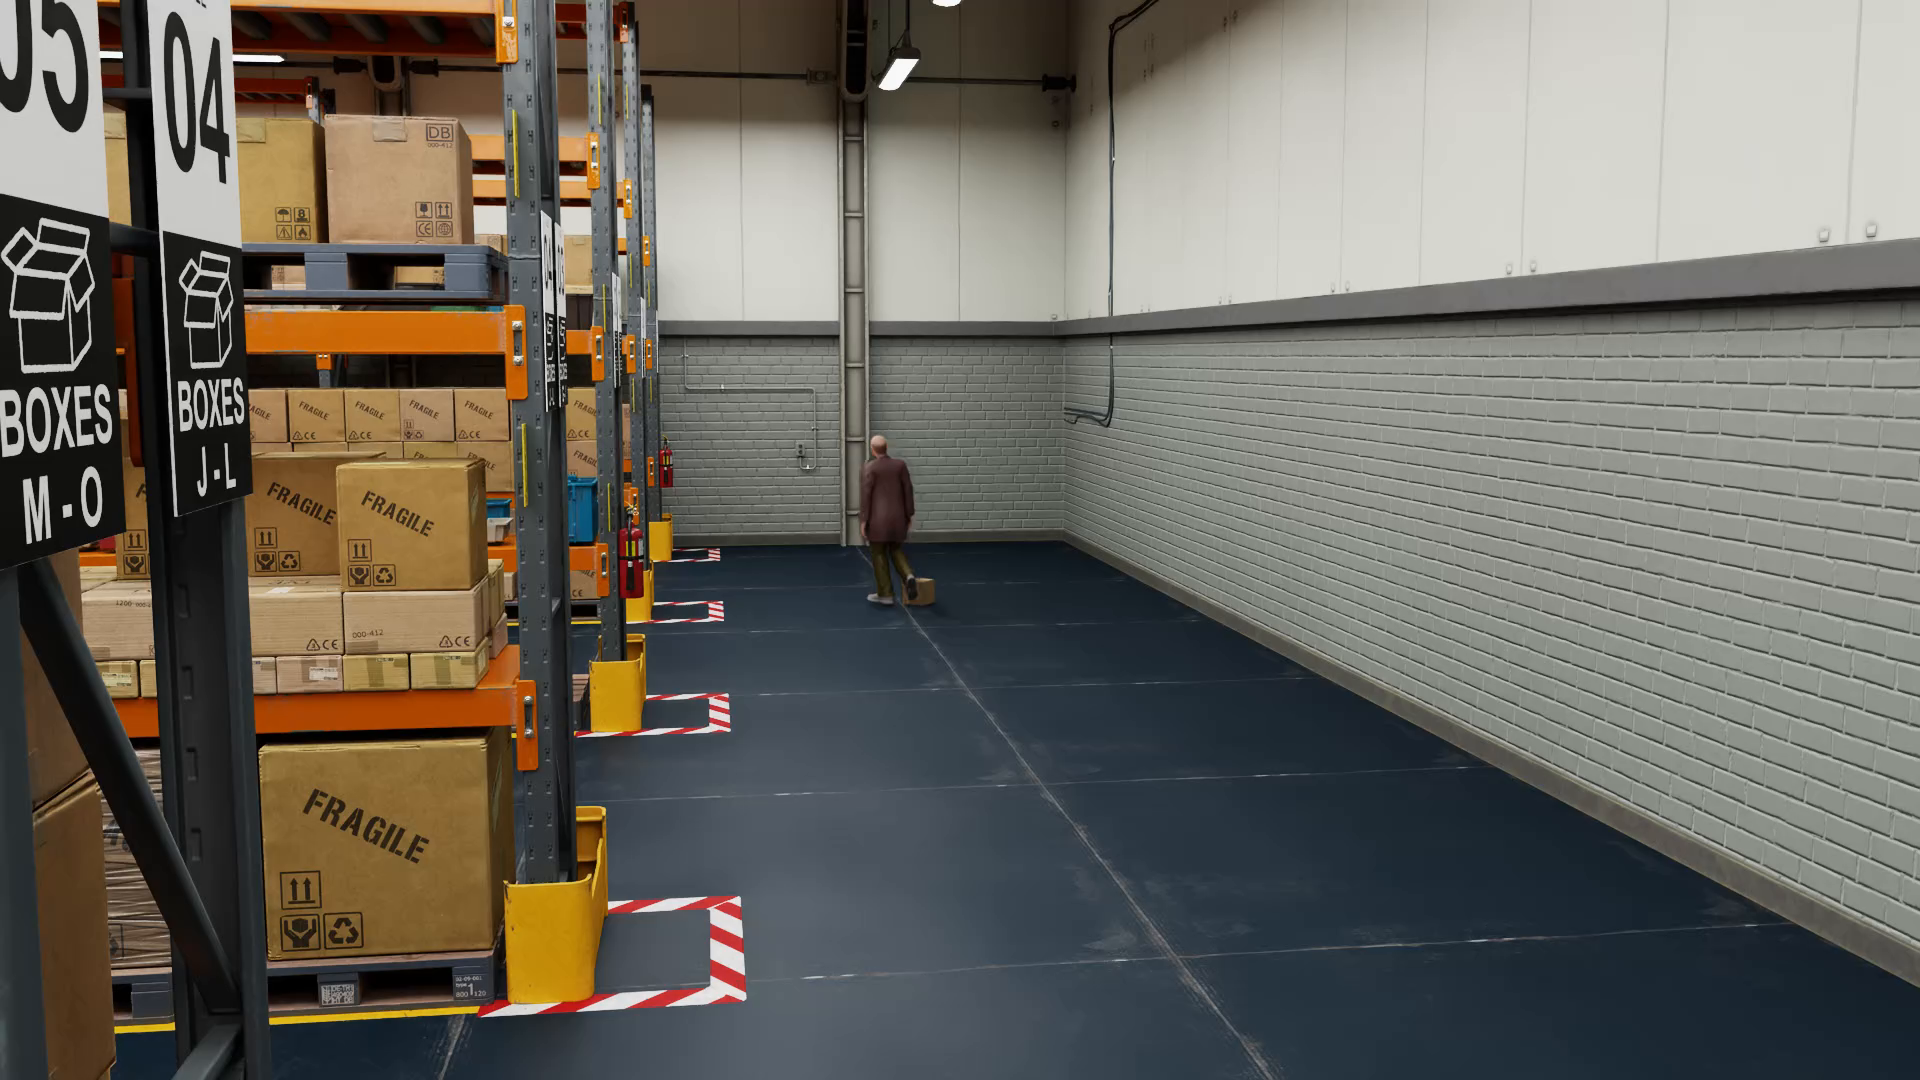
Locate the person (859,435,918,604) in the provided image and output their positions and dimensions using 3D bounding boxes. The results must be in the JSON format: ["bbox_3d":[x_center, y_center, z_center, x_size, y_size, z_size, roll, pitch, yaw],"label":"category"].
[{"bbox_3d":[-0.719,-0.210,17.447,0.633,1.762,0.609,-4,8,-35],"label":"person"}]
